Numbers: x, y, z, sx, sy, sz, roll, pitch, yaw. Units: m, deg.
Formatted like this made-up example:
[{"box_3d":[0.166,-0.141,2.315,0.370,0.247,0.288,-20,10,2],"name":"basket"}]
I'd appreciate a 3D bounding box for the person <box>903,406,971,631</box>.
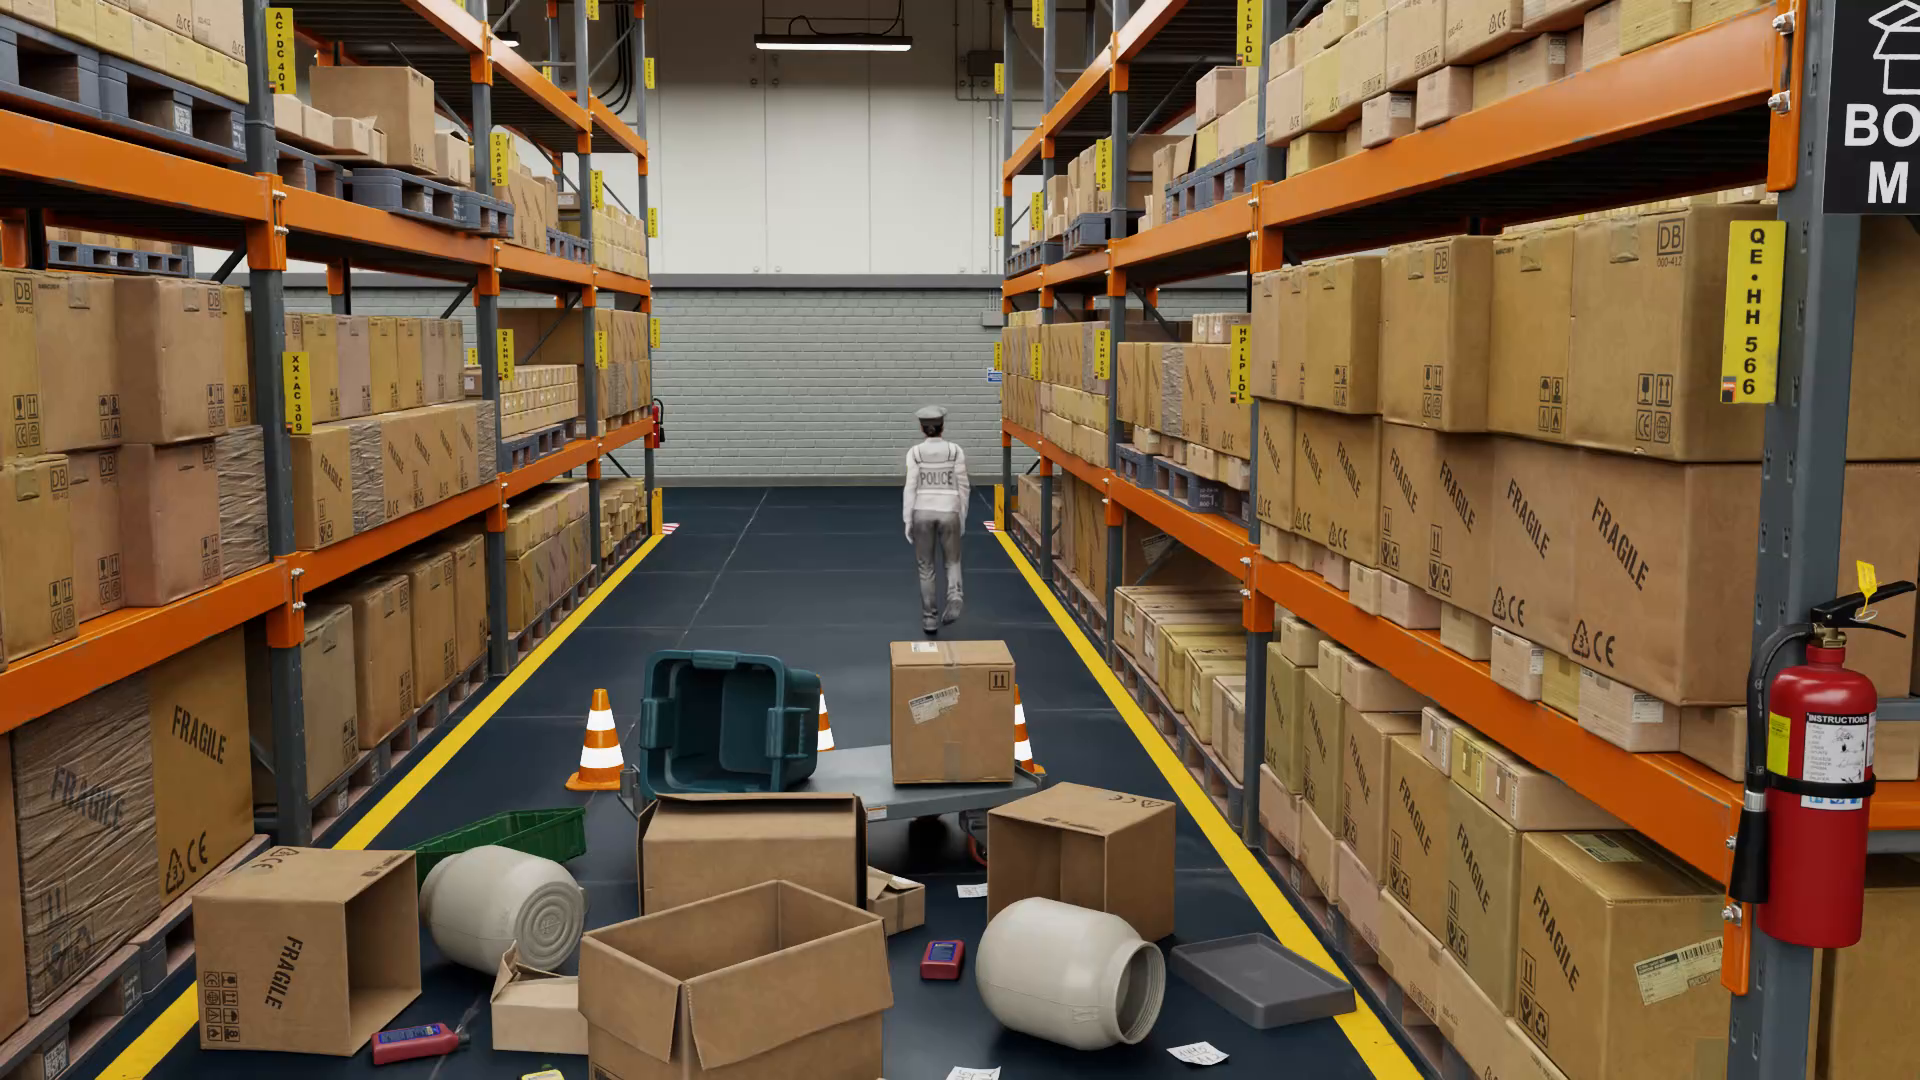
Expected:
[{"box_3d":[-0.167,-0.139,12.213,0.501,1.669,0.604,0,7,-3],"name":"person"}]
